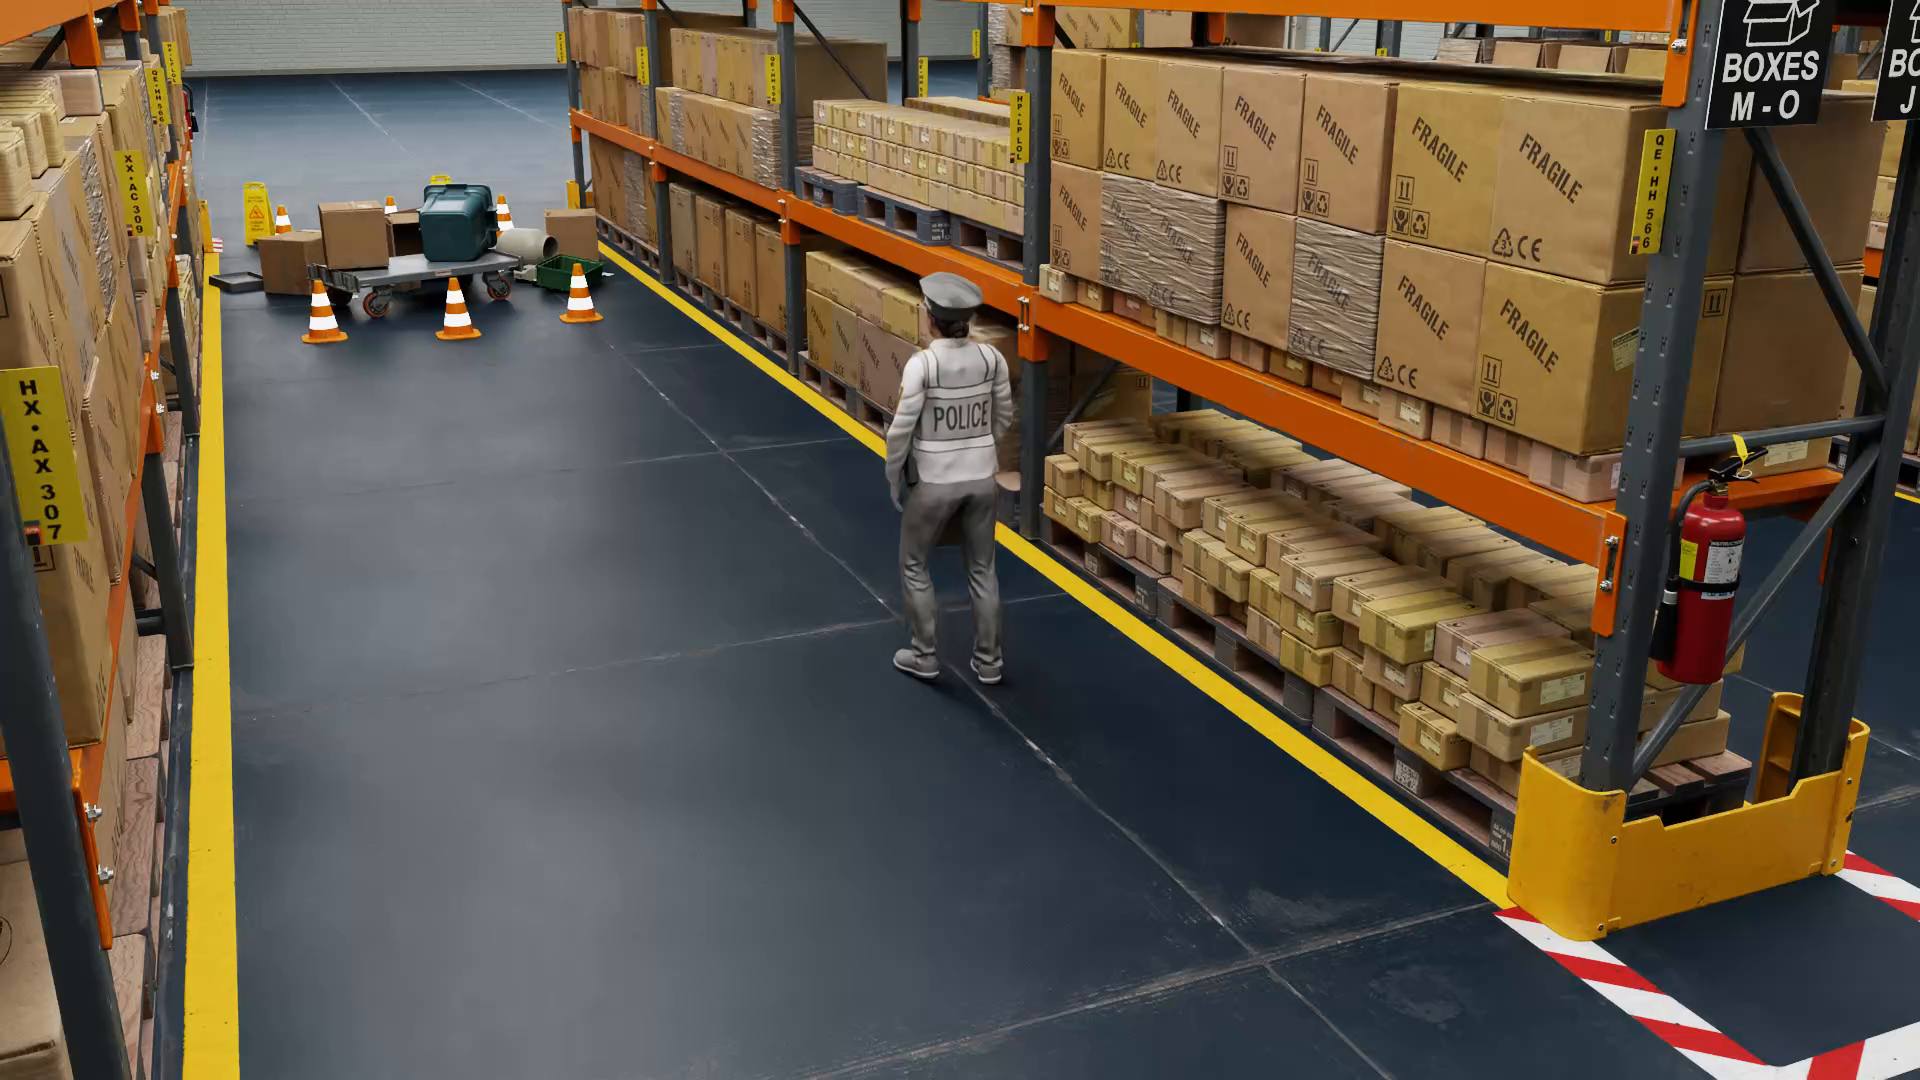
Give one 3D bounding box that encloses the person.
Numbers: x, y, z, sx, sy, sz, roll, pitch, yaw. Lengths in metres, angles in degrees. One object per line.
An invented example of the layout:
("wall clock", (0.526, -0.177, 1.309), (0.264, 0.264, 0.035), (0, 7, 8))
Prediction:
("person", (-0.055, -0.238, 6.724), (0.572, 1.685, 0.442), (-8, 21, -23))
